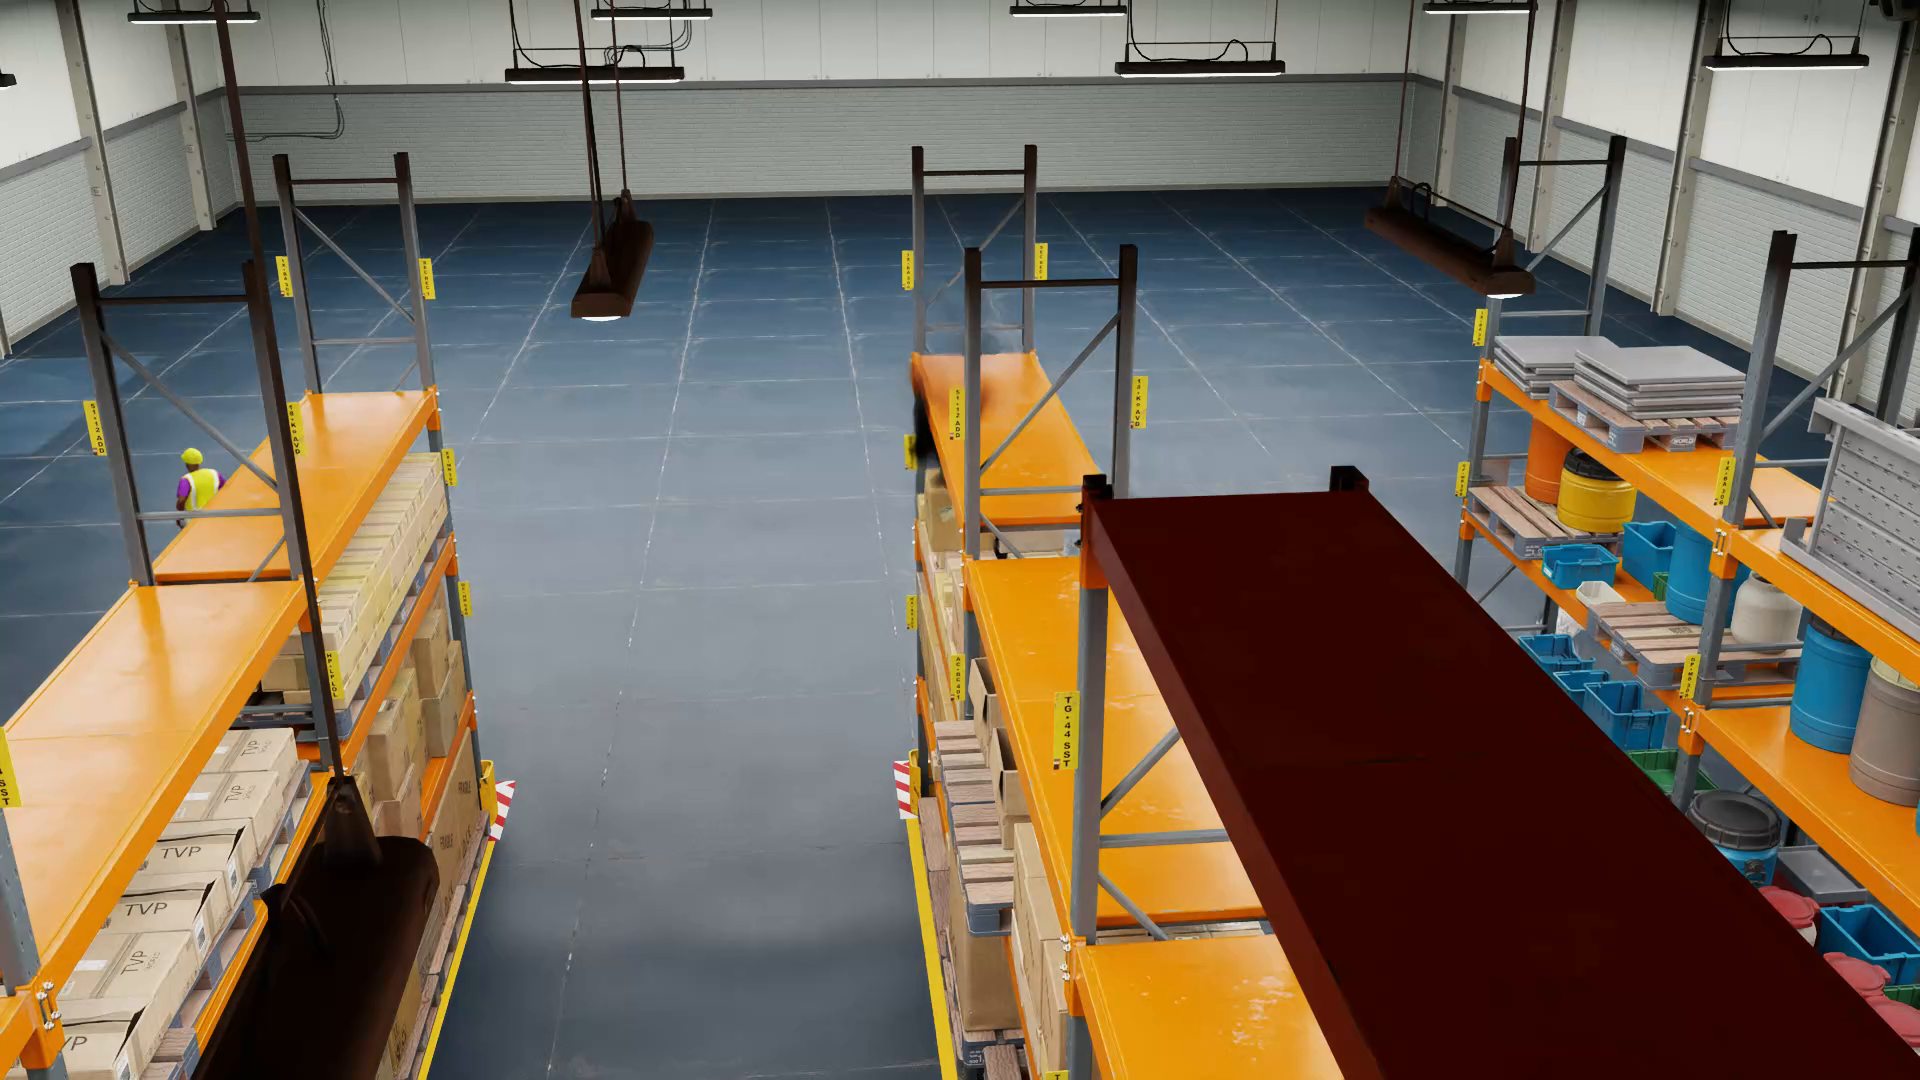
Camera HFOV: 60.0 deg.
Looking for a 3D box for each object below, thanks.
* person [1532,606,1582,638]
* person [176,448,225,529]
[{"bbox_3d":[5.904,1.148,16.523,0.646,1.641,0.649,20,29,40],"label":"person"},{"bbox_3d":[-9.025,-0.205,19.822,0.744,1.840,0.726,18,28,38],"label":"person"}]
